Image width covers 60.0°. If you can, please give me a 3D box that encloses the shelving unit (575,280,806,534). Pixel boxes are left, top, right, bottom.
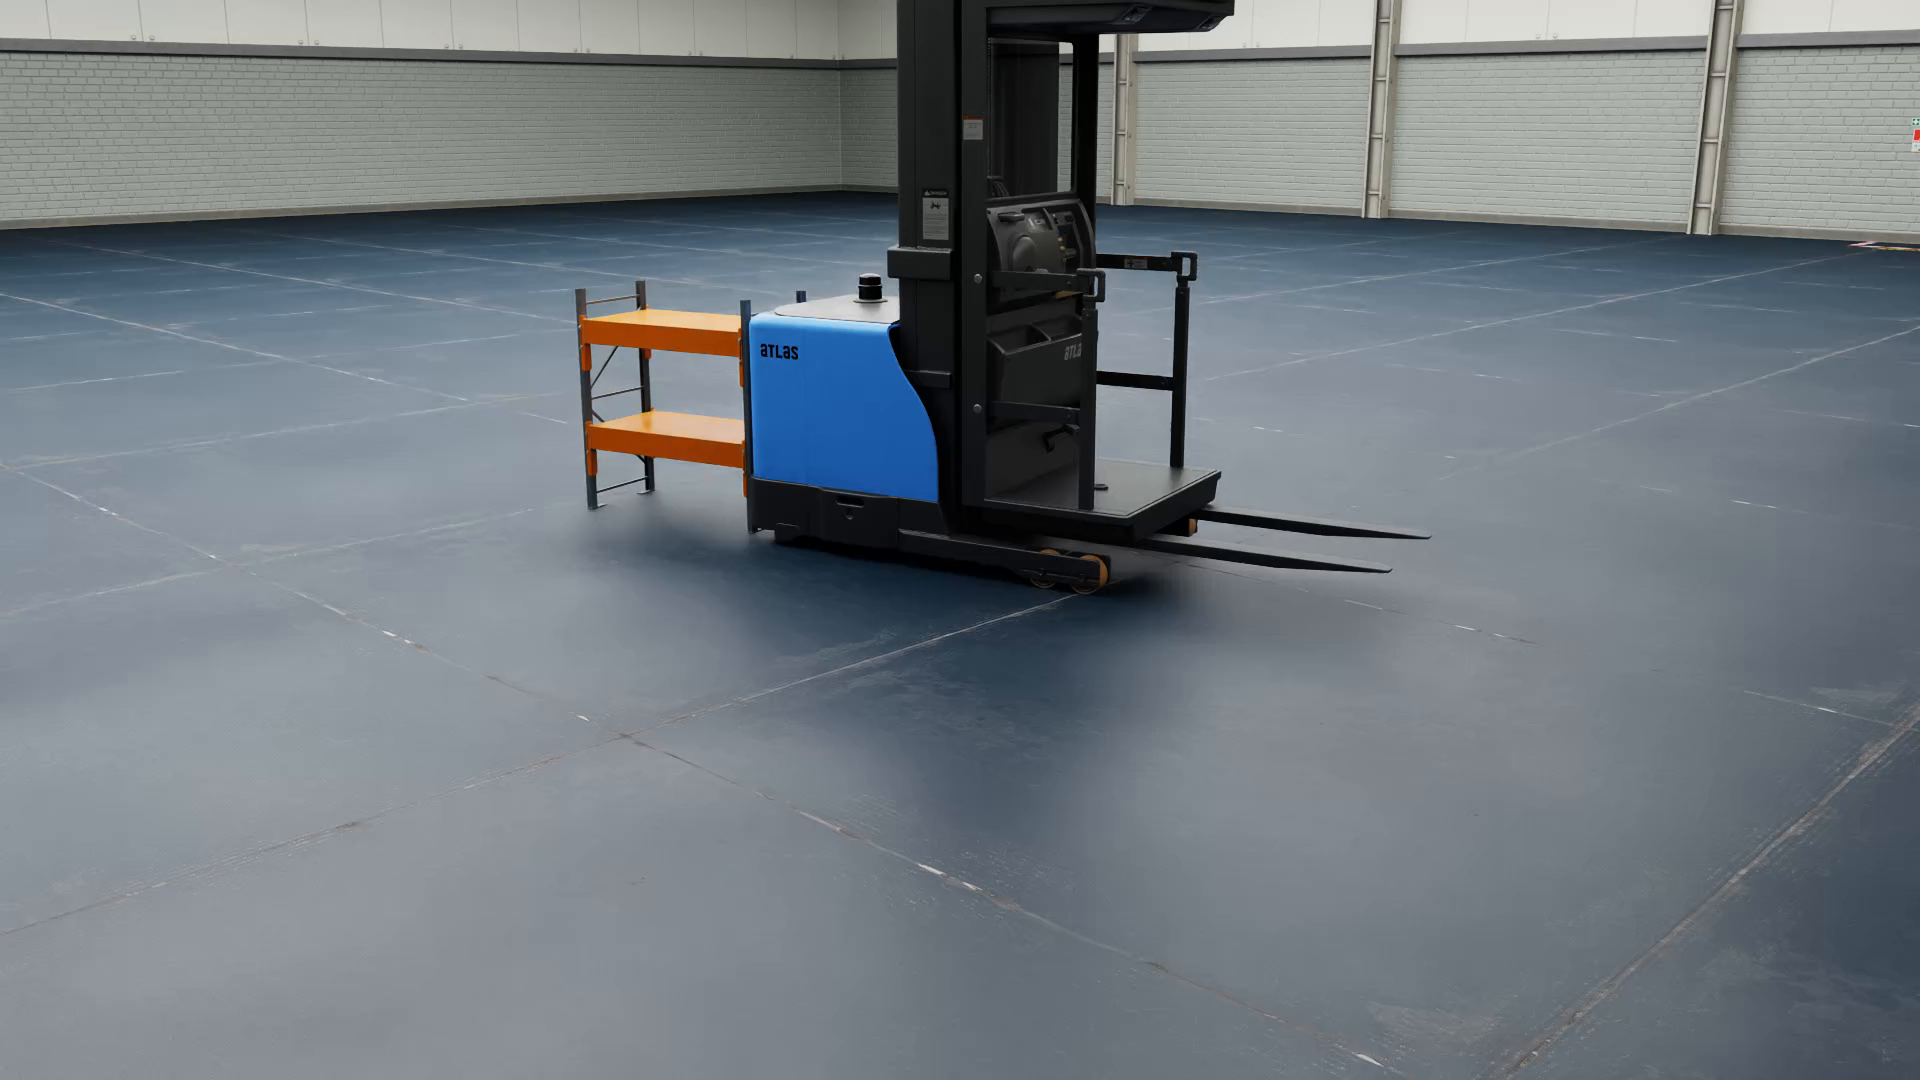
[{"bbox_3d":[-1.336,-0.695,8.369,1.048,1.125,0.538,8,17,29],"label":"shelving unit"}]

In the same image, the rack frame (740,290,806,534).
[{"bbox_3d":[-0.894,-0.632,8.126,0.032,1.125,0.500,8,17,29],"label":"rack frame"}]

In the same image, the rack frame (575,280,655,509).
[{"bbox_3d":[-1.779,-0.758,8.612,0.032,1.125,0.500,8,17,29],"label":"rack frame"}]

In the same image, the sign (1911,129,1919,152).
[{"bbox_3d":[14.309,-5.950,24.747,0.234,0.329,0.001,14,20,42],"label":"sign"}]

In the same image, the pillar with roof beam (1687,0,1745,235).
[{"bbox_3d":[9.081,-8.549,22.896,0.400,9.000,9.100,14,20,42],"label":"pillar with roof beam"}]

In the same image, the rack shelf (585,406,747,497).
[{"bbox_3d":[-1.336,-0.459,8.431,1.000,0.278,0.538,8,17,29],"label":"rack shelf"}]

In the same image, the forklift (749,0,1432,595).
[{"bbox_3d":[0.545,-1.340,7.262,3.031,2.935,1.130,8,17,29],"label":"forklift"}]

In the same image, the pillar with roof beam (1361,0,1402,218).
[{"bbox_3d":[4.762,-9.599,26.926,0.400,9.000,9.100,14,20,42],"label":"pillar with roof beam"}]

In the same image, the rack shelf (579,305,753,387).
[{"bbox_3d":[-1.336,-0.978,8.295,1.000,0.278,0.538,8,17,29],"label":"rack shelf"}]

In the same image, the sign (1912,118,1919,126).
[{"bbox_3d":[14.306,-6.204,24.671,0.331,0.109,0.001,14,20,42],"label":"sign"}]

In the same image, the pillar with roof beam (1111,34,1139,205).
[{"bbox_3d":[0.442,-10.649,30.956,0.400,9.000,9.100,14,20,42],"label":"pillar with roof beam"}]
